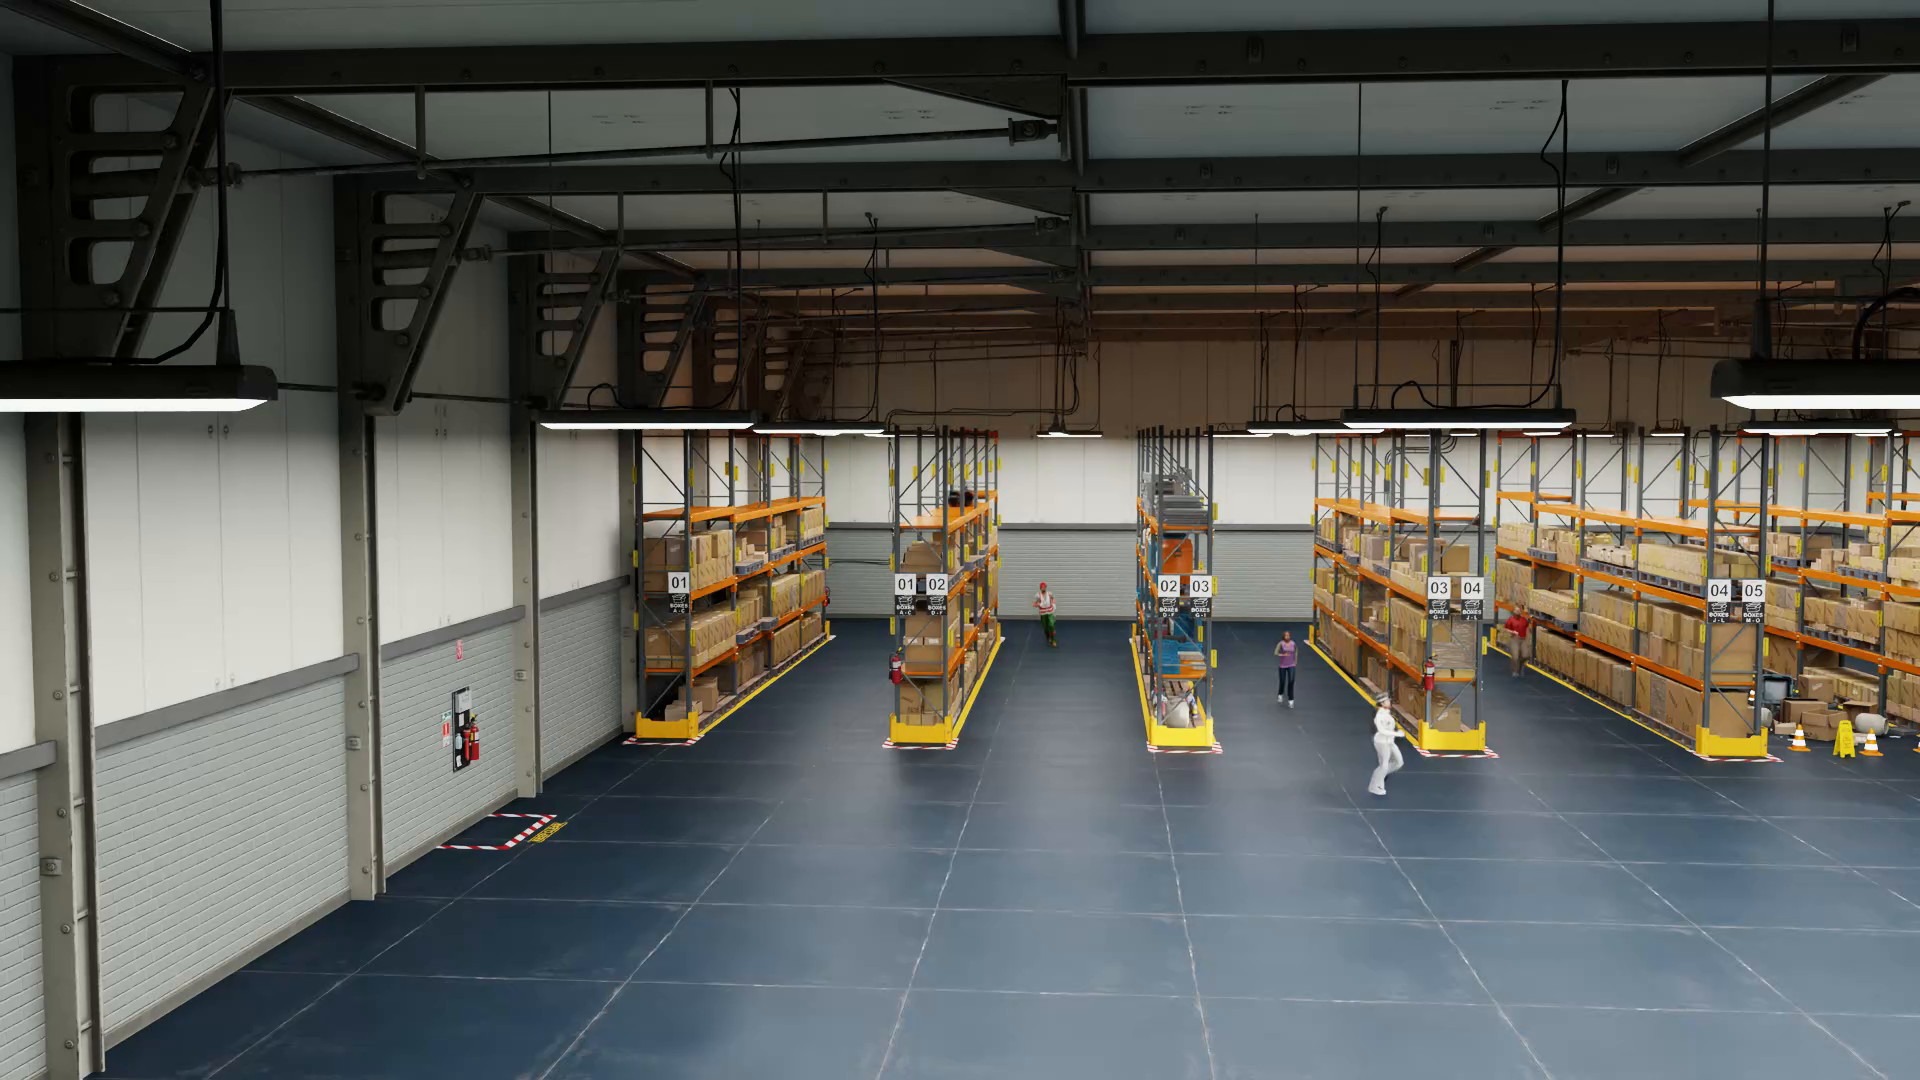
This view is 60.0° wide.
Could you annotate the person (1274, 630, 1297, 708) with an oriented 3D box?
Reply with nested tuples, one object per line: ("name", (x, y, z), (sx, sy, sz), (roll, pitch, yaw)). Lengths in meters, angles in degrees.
("person", (7.020, 2.754, 35.818), (0.565, 1.631, 0.740), (0, 3, -2))

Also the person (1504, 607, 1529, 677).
("person", (13.479, 2.466, 40.083), (0.648, 1.700, 0.613), (0, 3, -2))

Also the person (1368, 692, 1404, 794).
("person", (6.892, 3.272, 26.816), (0.584, 1.660, 0.595), (2, 4, 29))

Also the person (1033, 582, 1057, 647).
("person", (2.340, 2.051, 46.160), (0.667, 1.764, 0.960), (0, 3, -3))
